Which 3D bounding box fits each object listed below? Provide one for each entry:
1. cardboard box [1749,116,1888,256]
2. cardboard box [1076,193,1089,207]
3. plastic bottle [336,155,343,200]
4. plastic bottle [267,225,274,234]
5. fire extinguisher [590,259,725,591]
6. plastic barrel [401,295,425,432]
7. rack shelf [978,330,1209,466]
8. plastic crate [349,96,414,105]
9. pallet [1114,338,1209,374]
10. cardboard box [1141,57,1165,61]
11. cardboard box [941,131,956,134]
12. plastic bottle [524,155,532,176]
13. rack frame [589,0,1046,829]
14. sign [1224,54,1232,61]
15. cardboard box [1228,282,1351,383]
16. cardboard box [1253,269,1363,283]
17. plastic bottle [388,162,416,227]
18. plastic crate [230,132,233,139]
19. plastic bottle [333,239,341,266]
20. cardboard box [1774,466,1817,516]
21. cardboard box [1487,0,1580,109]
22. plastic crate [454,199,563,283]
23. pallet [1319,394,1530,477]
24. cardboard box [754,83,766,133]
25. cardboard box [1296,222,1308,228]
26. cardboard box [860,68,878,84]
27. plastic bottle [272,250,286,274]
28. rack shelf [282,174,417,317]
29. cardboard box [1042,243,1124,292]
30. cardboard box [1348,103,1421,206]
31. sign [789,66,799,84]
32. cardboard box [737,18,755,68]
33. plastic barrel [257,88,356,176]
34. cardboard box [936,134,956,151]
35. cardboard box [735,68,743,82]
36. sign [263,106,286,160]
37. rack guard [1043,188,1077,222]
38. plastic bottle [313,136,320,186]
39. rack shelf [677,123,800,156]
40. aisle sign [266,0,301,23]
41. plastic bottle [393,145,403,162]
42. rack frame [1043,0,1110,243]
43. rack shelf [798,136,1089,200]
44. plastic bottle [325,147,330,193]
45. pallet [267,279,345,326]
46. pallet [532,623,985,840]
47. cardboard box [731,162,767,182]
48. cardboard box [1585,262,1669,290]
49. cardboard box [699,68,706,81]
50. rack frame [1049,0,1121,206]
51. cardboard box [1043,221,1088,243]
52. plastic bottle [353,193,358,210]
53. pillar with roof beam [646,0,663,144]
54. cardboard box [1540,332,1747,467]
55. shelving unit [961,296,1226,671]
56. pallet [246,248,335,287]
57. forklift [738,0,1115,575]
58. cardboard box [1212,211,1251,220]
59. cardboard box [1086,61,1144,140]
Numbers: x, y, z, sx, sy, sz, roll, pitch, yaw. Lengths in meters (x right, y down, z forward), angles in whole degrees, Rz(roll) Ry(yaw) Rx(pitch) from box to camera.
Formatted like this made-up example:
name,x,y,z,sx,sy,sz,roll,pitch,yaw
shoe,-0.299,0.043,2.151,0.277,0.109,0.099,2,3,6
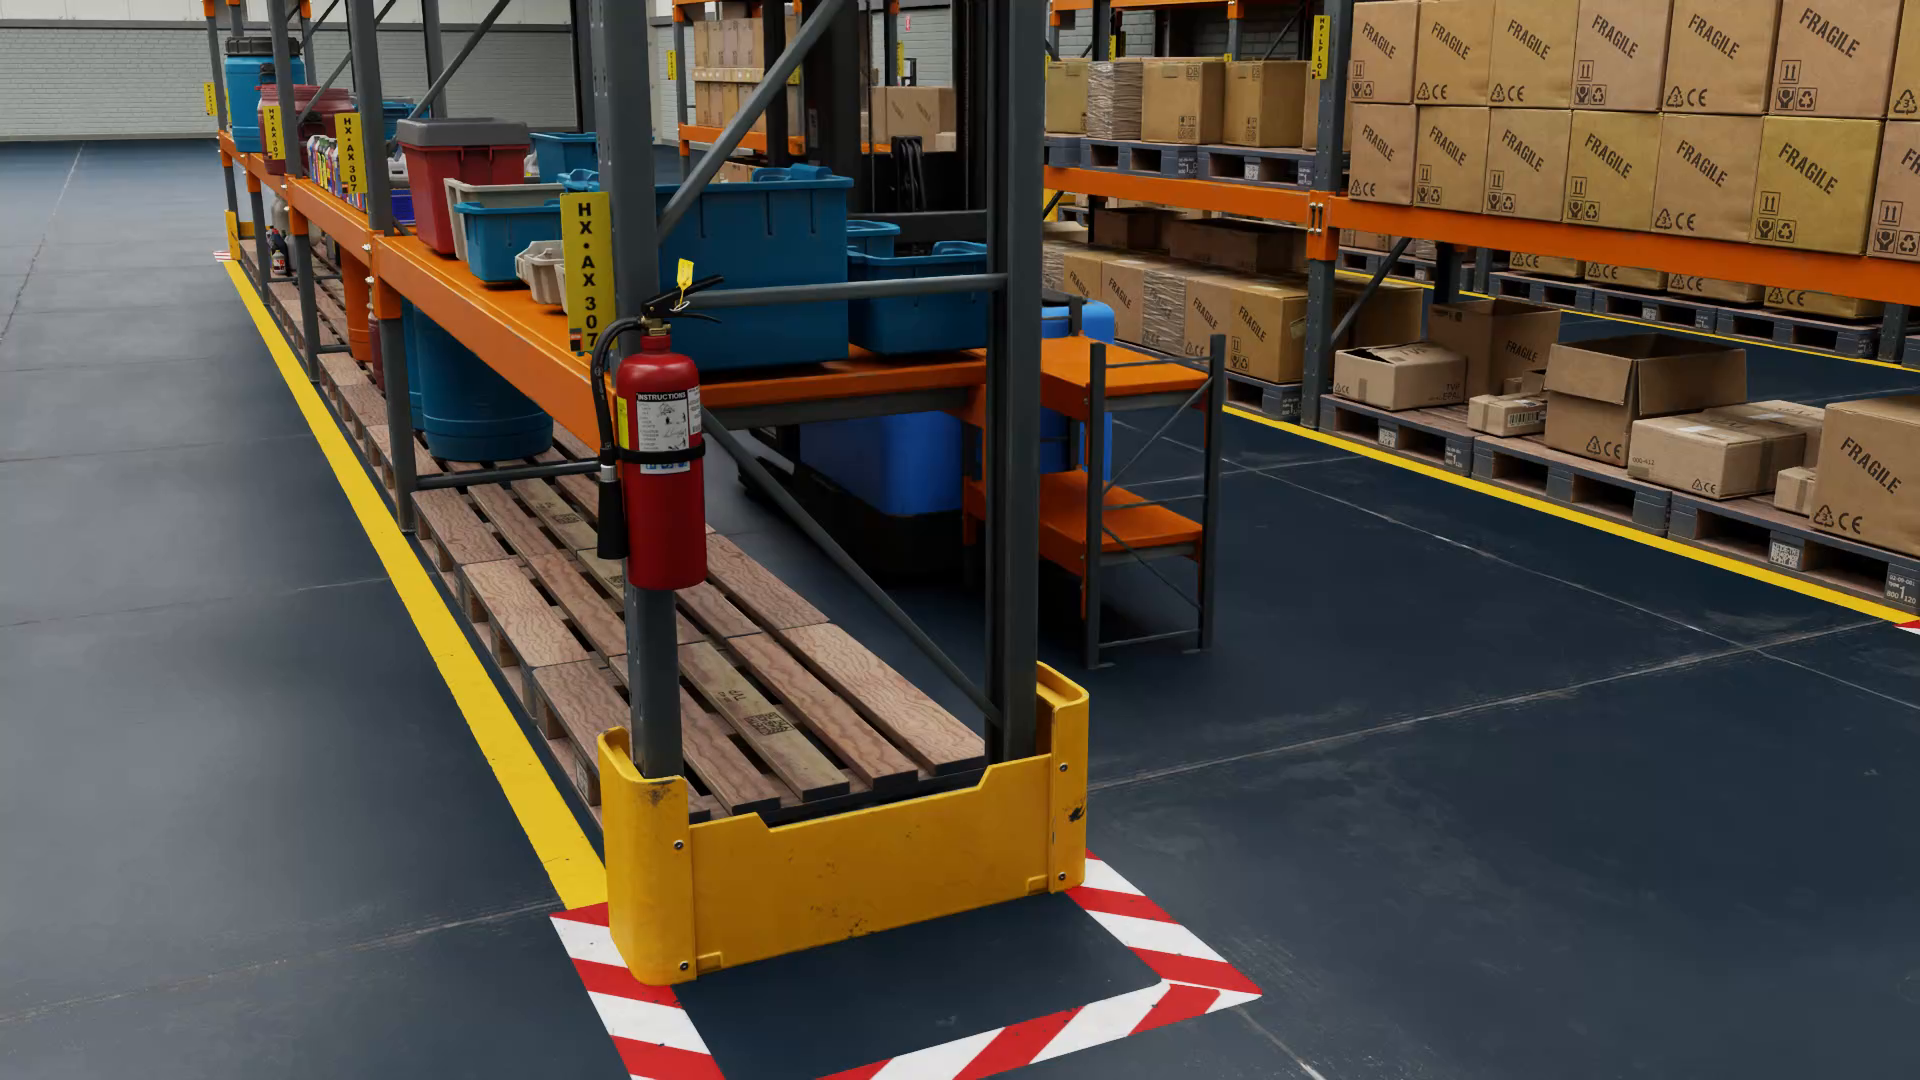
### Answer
name,x,y,z,sx,sy,sz,roll,pitch,yaw
cardboard box,3.501,-1.400,6.508,0.500,0.500,0.500,-7,18,-24
cardboard box,1.836,-4.449,21.392,0.500,0.311,0.500,-10,19,-31
plastic bottle,-3.214,-1.977,8.792,0.144,0.351,0.185,-8,18,-25
plastic bottle,-6.306,-2.714,15.274,0.144,0.351,0.185,-8,18,-25
fire extinguisher,-0.625,-0.239,3.461,0.296,0.674,0.183,-8,18,-25
plastic barrel,-2.568,-1.045,8.497,0.600,0.901,0.708,-8,18,-25
rack shelf,0.450,-0.533,6.007,0.538,0.278,1.000,-7,17,-23
plastic crate,-4.220,-3.000,12.149,0.402,0.464,0.583,-8,18,-25
pallet,1.491,-1.297,11.386,1.003,0.211,1.213,-8,18,-25
cardboard box,2.446,-5.347,19.322,0.500,0.500,0.500,-8,18,-26
cardboard box,0.058,-3.317,13.828,0.380,0.149,0.250,-6,17,-21
plastic bottle,-2.055,-1.731,8.070,0.152,0.276,0.135,-8,18,-25
rack frame,-0.282,-0.547,3.720,1.000,3.000,0.127,-8,18,-25
sign,2.882,-5.069,17.906,0.100,0.325,0.005,-8,18,-25
cardboard box,1.946,-1.235,9.849,0.500,0.500,0.500,-8,18,-25
cardboard box,2.183,-1.427,10.520,0.500,0.500,0.500,-7,18,-24
plastic bottle,-2.498,-1.538,7.398,0.152,0.276,0.135,-8,18,-25
plastic crate,-6.478,-3.768,15.422,0.530,0.136,0.437,-8,18,-25
plastic bottle,-5.650,-2.694,15.205,0.144,0.351,0.185,-8,18,-25
cardboard box,3.616,-0.211,6.887,0.380,0.166,0.250,-8,18,-25
cardboard box,2.824,-2.259,7.692,0.500,0.500,0.500,-8,18,-27
plastic crate,-1.412,-0.974,5.402,0.416,0.233,0.300,-8,18,-25
pallet,2.720,-0.626,9.050,1.003,0.211,1.213,-8,18,-25
cardboard box,-1.738,-4.533,17.427,0.700,0.500,0.500,-7,18,-24
cardboard box,3.975,-3.428,17.491,0.700,0.500,0.500,-8,18,-26
cardboard box,-1.029,-4.571,16.382,0.380,0.149,0.250,-8,18,-25
plastic bottle,-5.978,-2.442,14.597,0.097,0.201,0.097,0,16,0
rack shelf,-2.911,-1.689,9.004,1.077,0.370,4.000,-8,18,-25
cardboard box,0.844,-1.862,12.036,0.500,0.500,0.500,-8,18,-27
cardboard box,2.398,-2.026,8.690,0.500,0.500,0.500,-7,17,-23
sign,-1.583,-4.507,15.806,0.100,0.325,0.005,-8,18,-25
cardboard box,-1.945,-5.275,17.661,0.700,0.500,0.500,-8,18,-25
plastic barrel,-4.263,-2.675,10.888,0.600,0.536,0.708,-8,18,-25
cardboard box,0.025,-3.198,13.411,0.380,0.149,0.250,-8,18,-25
cardboard box,-2.186,-4.968,17.766,0.380,0.149,0.250,-7,18,-24
sign,-4.278,-2.541,10.373,0.100,0.325,0.005,-8,18,-25
rack guard,1.647,-4.492,21.996,1.175,0.500,0.348,-8,18,-25
plastic bottle,-3.785,-2.242,9.836,0.061,0.283,0.133,-8,18,-25
rack shelf,-1.961,-4.271,17.999,1.077,0.370,4.000,-8,18,-25
aisle sign,-7.056,-5.818,17.374,0.394,0.787,0.004,-8,18,-25
plastic bottle,-2.683,-1.767,8.060,0.144,0.351,0.185,-8,18,-25
rack frame,0.667,-3.129,12.716,1.000,3.000,0.127,-8,18,-25
rack shelf,-0.209,-3.279,14.543,1.077,0.370,4.000,-8,18,-25
plastic bottle,-3.500,-2.086,9.315,0.097,0.271,0.097,0,16,0
pallet,-5.160,-1.993,13.812,1.003,0.211,1.213,-8,18,-25
pallet,-0.609,0.584,4.834,1.003,0.211,1.213,-8,18,-25
cardboard box,-2.148,-3.821,17.992,0.500,0.500,0.500,-8,18,-25
cardboard box,5.701,-2.481,13.593,0.750,0.750,0.750,-8,18,-25
cardboard box,-2.741,-5.284,18.868,0.380,0.149,0.250,-8,18,-26
rack frame,1.614,-5.712,21.717,1.000,3.000,0.127,-8,18,-25
cardboard box,0.702,-2.444,13.536,0.500,0.311,0.500,-7,17,-23
plastic bottle,-2.938,-1.787,8.266,0.152,0.276,0.135,-8,18,-25
pillar with roof beam,-11.686,-13.957,39.574,9.100,9.000,0.400,-8,18,-25
cardboard box,3.247,-0.683,7.922,0.797,0.503,0.637,-8,18,-25
shelving unit,0.450,-0.252,6.088,0.538,1.125,1.048,-7,17,-23
pallet,-6.335,-2.657,16.127,1.003,0.211,1.213,-8,18,-25
forklift,-0.424,-1.632,7.626,1.130,2.935,3.031,-7,17,-23
cardboard box,3.105,-3.699,19.041,0.380,0.166,0.250,-10,19,-32
cardboard box,1.274,-2.986,11.276,0.700,0.500,0.500,-4,17,-14
